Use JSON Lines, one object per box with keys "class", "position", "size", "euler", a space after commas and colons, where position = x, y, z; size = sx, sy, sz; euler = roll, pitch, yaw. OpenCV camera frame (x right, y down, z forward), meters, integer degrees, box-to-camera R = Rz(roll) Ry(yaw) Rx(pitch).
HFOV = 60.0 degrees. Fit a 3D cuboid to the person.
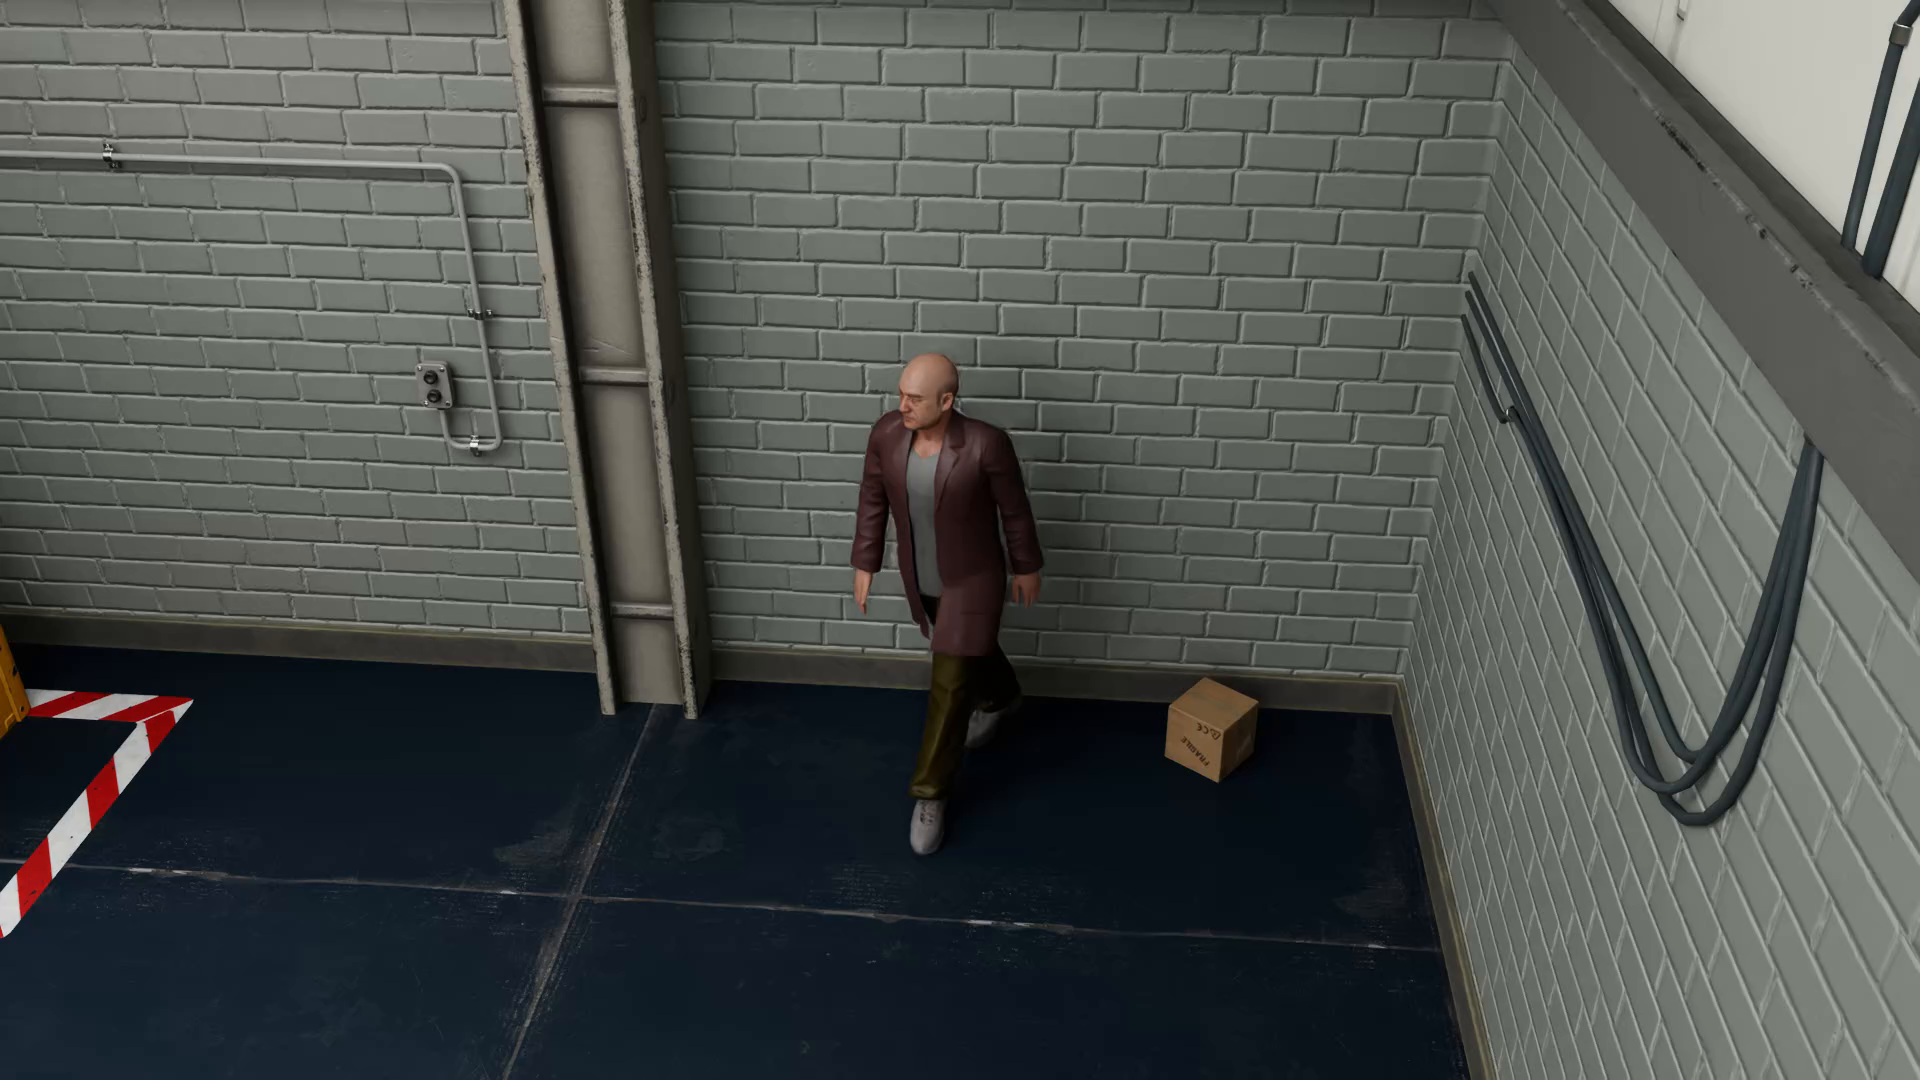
{"class": "person", "position": [-0.061, 0.124, 5.941], "size": [0.617, 1.773, 0.920], "euler": [21, 37, 30]}
